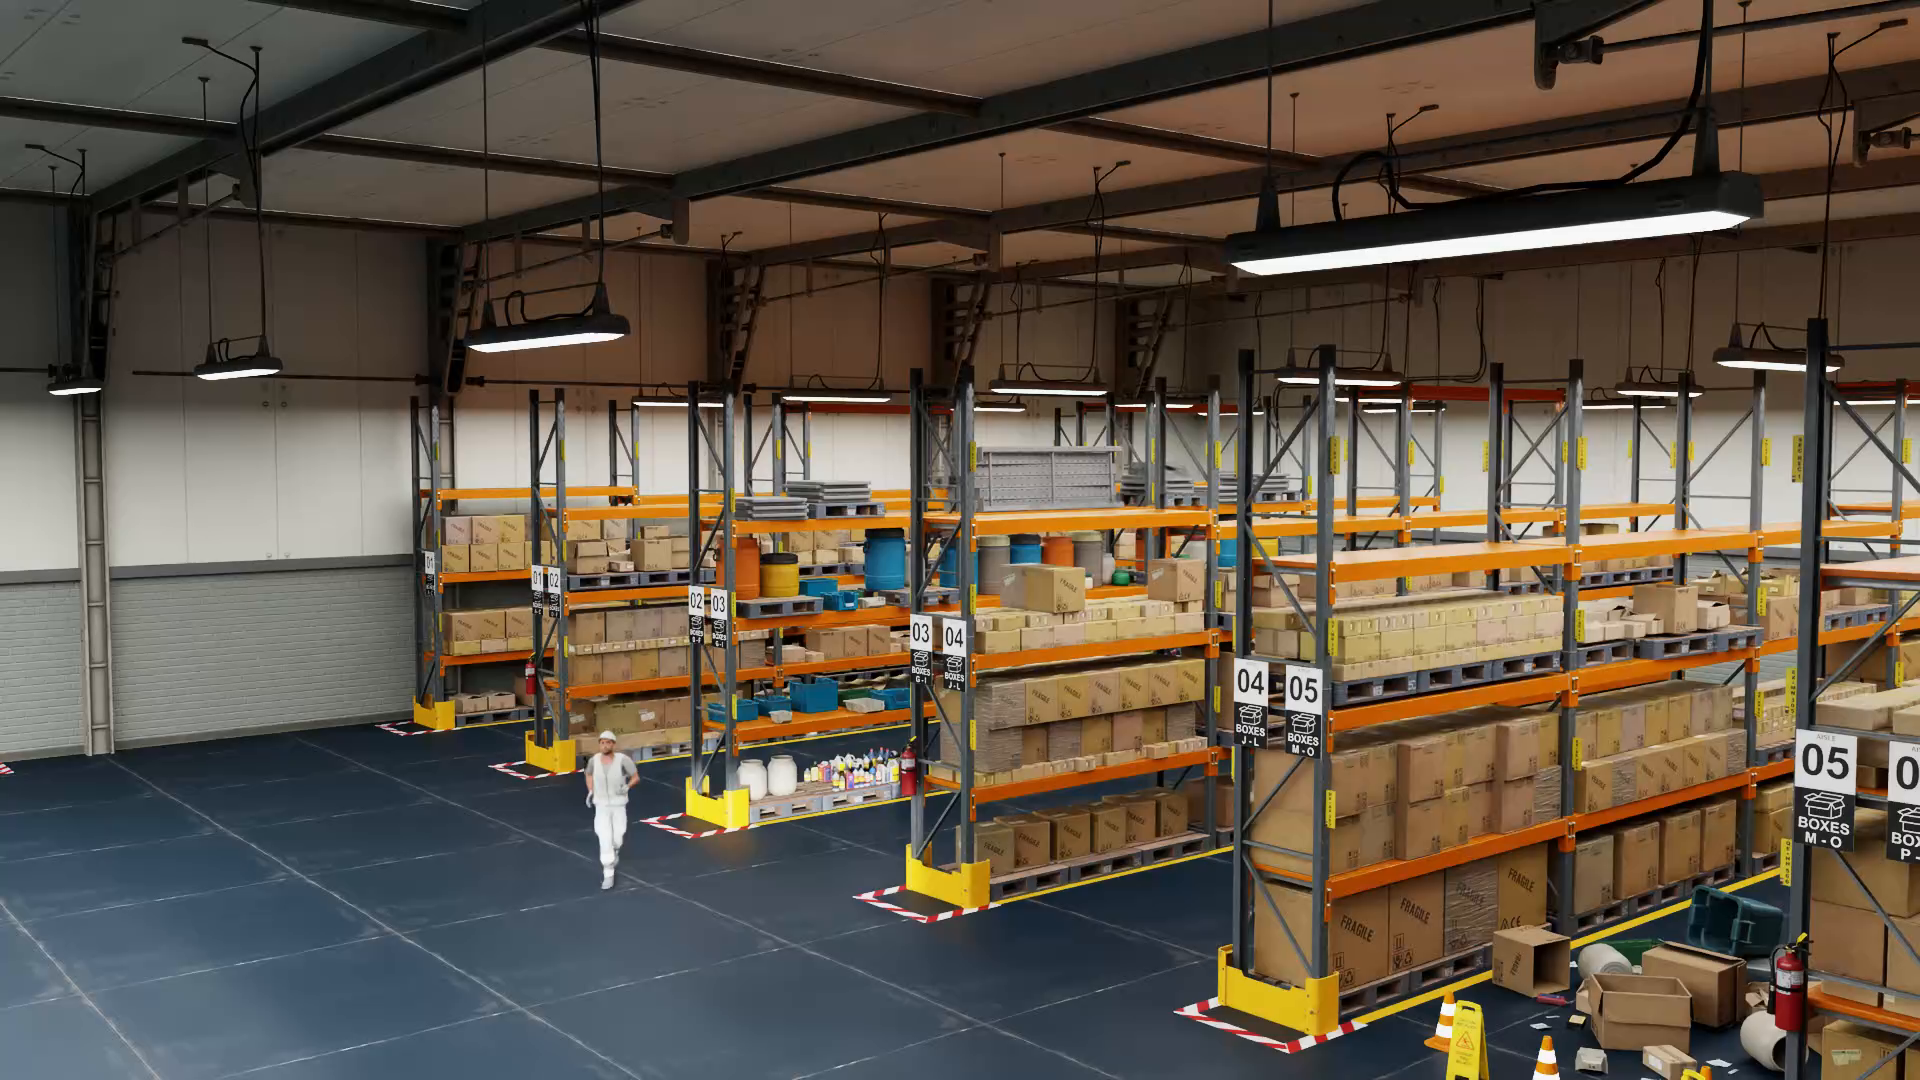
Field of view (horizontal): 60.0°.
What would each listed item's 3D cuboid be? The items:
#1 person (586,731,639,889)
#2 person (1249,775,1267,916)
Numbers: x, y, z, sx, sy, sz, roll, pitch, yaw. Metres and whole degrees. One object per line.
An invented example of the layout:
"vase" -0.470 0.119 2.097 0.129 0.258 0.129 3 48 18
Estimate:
"person" -4.093 3.125 19.556 0.643 1.787 0.877 0 3 -5
"person" 3.220 3.309 17.890 0.523 1.647 0.739 2 4 36
